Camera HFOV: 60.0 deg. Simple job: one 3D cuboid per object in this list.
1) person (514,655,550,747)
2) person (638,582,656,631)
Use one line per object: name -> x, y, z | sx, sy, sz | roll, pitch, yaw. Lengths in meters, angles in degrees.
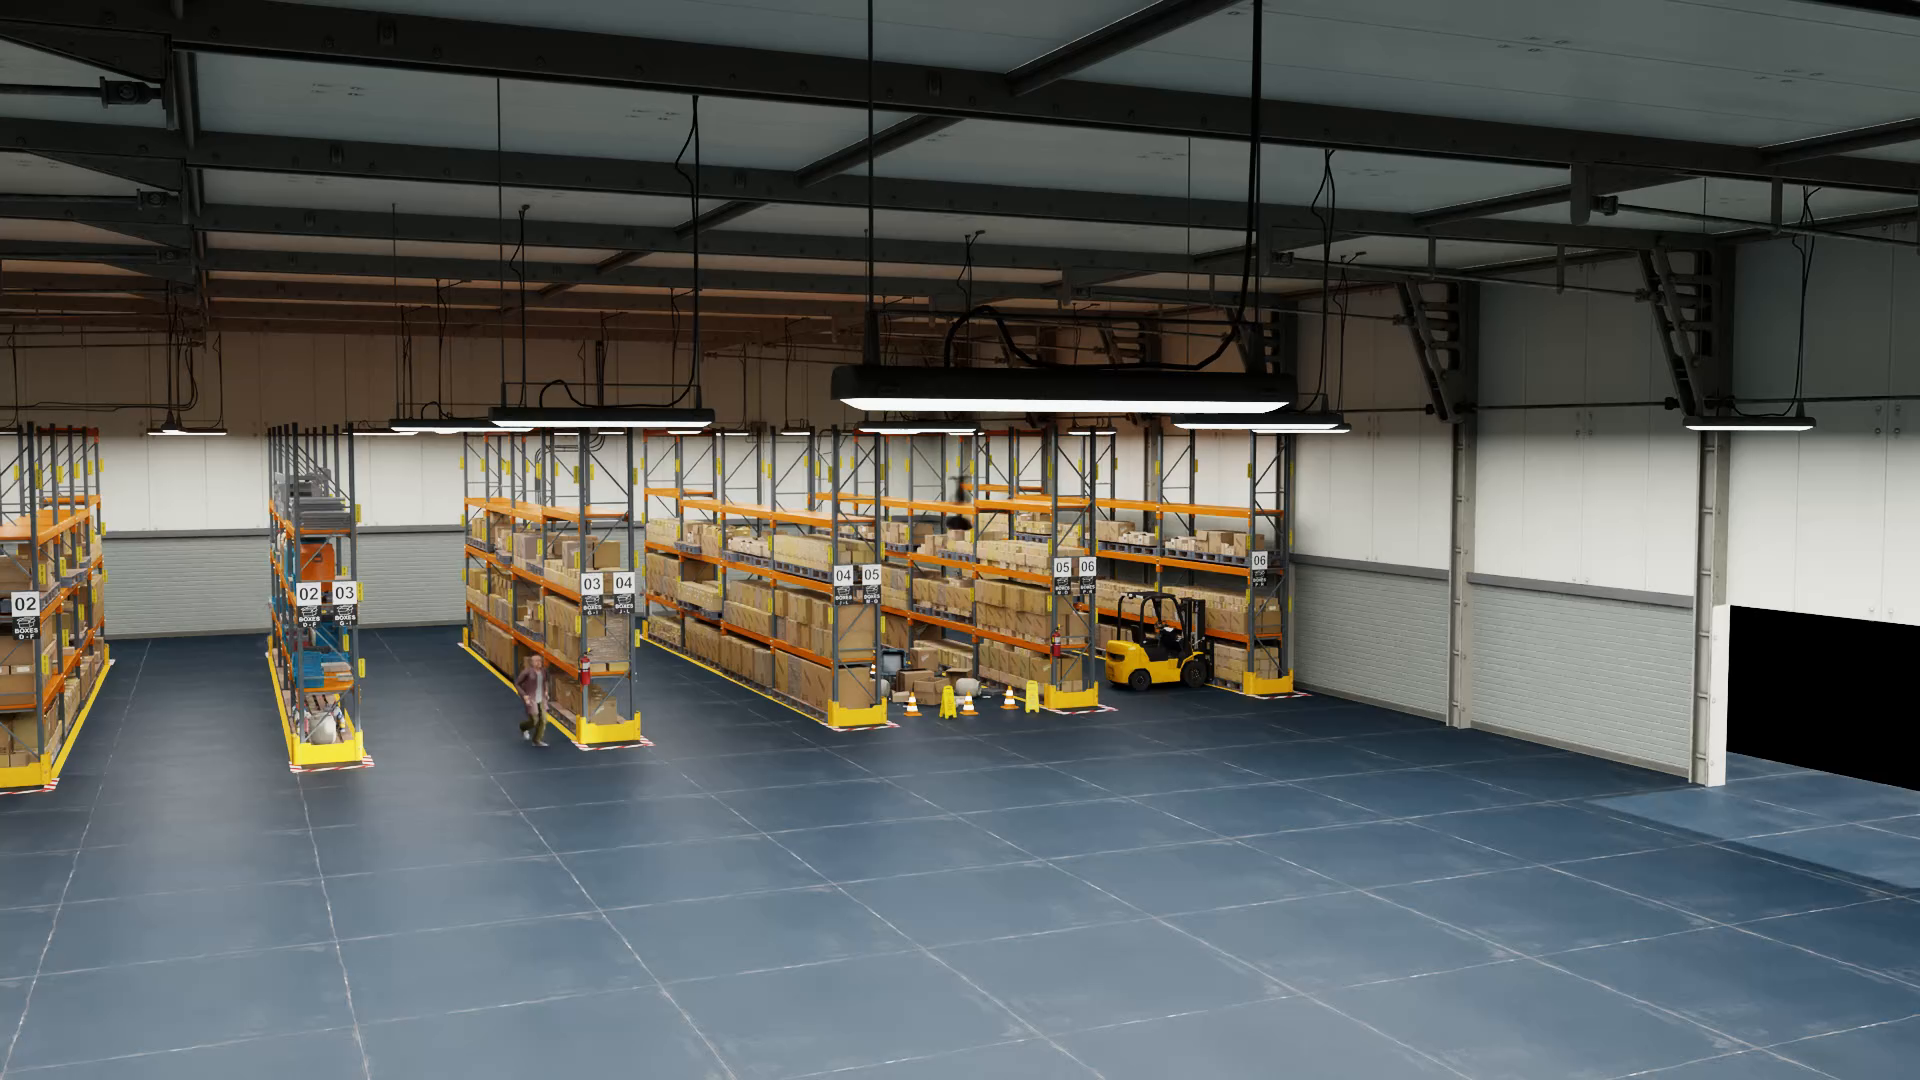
person -> -7.948, 2.982, 30.933 | 0.773, 1.722, 0.736 | 3, 5, 42
person -> -9.189, 1.828, 49.367 | 0.658, 1.758, 0.790 | 2, 4, 32
